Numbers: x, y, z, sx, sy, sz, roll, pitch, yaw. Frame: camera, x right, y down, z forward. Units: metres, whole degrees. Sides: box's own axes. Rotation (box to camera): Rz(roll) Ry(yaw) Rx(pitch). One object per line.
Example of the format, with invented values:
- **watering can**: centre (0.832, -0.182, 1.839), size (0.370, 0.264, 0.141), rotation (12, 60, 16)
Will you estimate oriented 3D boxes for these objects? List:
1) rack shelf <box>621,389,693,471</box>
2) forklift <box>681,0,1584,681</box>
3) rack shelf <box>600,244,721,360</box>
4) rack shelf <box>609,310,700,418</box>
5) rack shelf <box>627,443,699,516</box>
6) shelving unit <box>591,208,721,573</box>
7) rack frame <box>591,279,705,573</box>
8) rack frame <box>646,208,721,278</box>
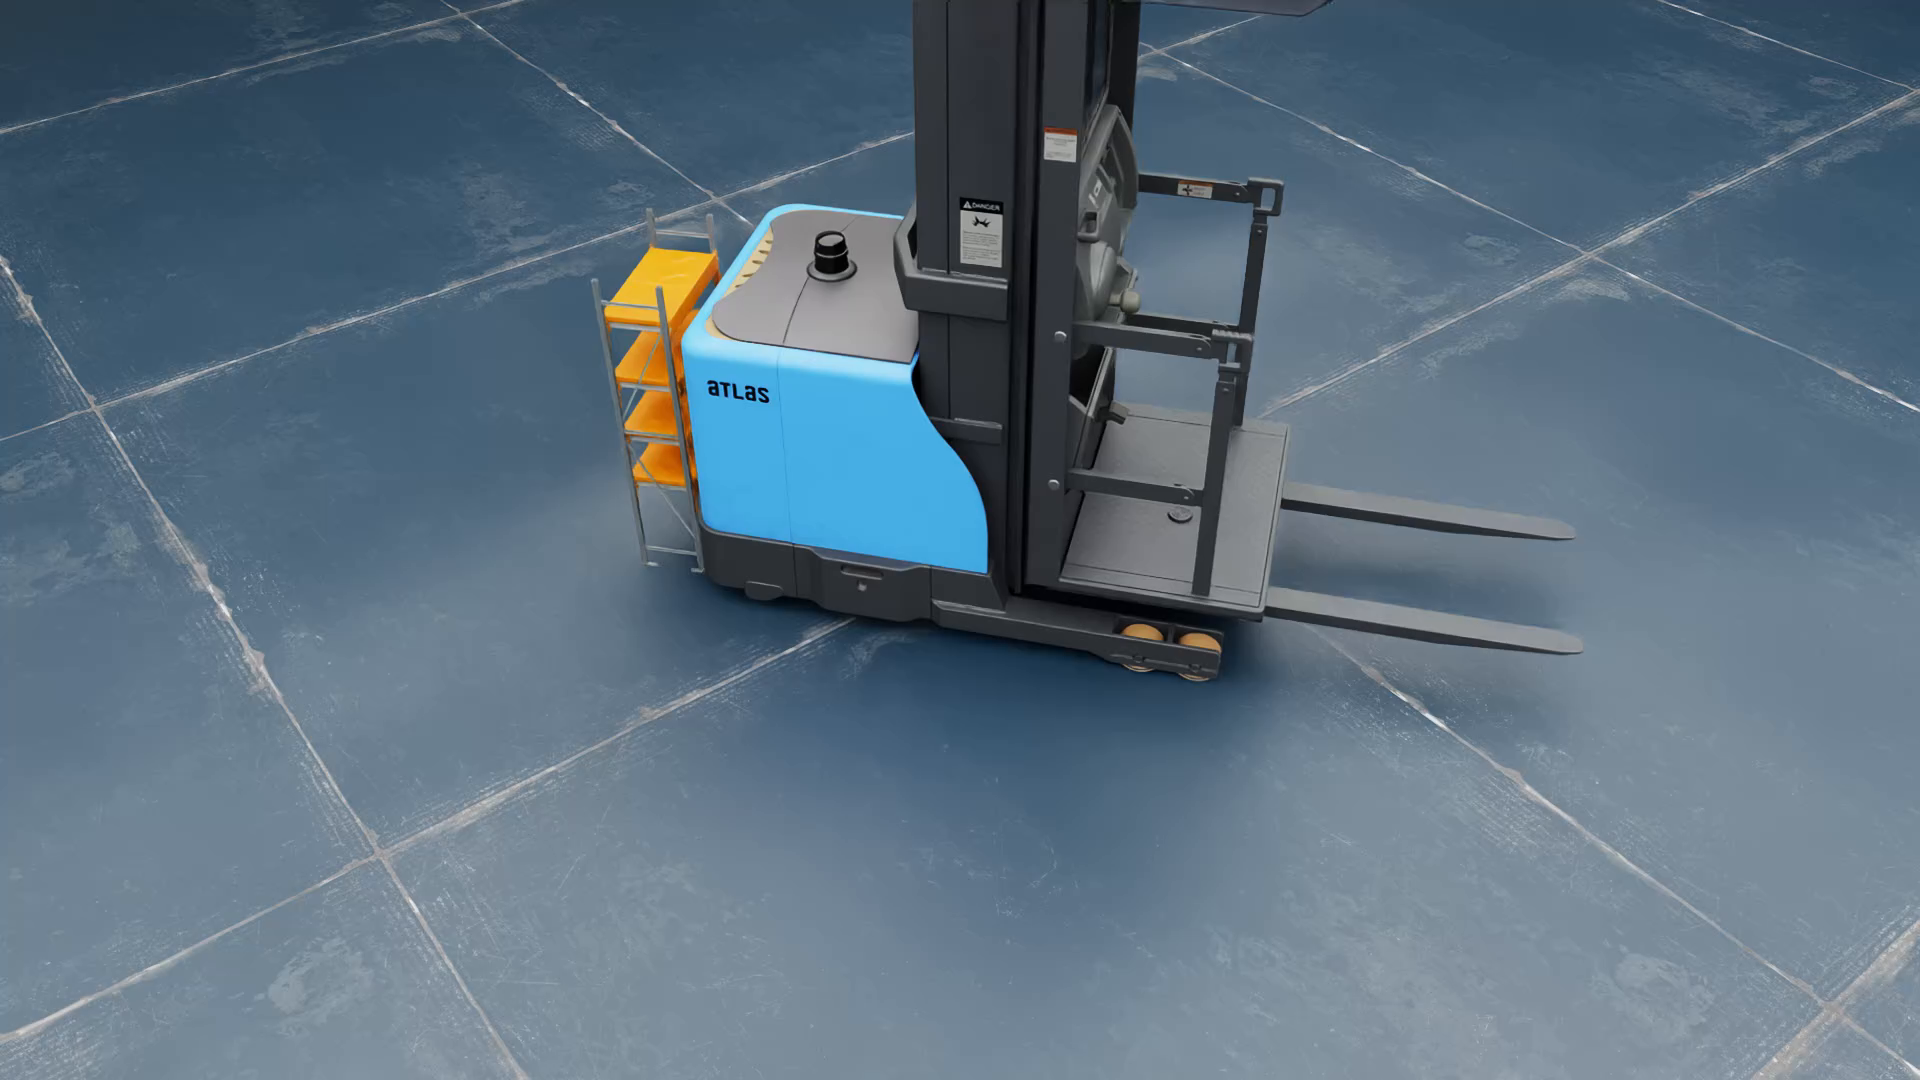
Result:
- **rack shelf**: centre (-1.008, -0.461, 5.968), size (0.258, 0.148, 0.480), rotation (7, 40, 11)
- **forklift**: centre (0.652, -1.026, 5.189), size (3.031, 2.935, 1.130), rotation (9, 40, 11)
- **rack shelf**: centre (-1.018, -0.819, 5.678), size (0.258, 0.148, 0.480), rotation (7, 40, 11)
- **rack shelf**: centre (-1.013, -0.635, 5.827), size (0.258, 0.148, 0.480), rotation (7, 40, 11)
- **rack shelf**: centre (-1.004, -0.307, 6.093), size (0.258, 0.148, 0.480), rotation (7, 40, 11)
- **shelving unit**: centre (-1.010, -0.514, 5.925), size (0.258, 1.200, 0.503), rotation (7, 40, 11)
- **rack frame**: centre (-1.064, -0.363, 5.741), size (0.240, 1.200, 0.015), rotation (7, 40, 11)
- **rack frame**: centre (-0.956, -0.664, 6.109), size (0.240, 1.200, 0.015), rotation (7, 40, 11)
